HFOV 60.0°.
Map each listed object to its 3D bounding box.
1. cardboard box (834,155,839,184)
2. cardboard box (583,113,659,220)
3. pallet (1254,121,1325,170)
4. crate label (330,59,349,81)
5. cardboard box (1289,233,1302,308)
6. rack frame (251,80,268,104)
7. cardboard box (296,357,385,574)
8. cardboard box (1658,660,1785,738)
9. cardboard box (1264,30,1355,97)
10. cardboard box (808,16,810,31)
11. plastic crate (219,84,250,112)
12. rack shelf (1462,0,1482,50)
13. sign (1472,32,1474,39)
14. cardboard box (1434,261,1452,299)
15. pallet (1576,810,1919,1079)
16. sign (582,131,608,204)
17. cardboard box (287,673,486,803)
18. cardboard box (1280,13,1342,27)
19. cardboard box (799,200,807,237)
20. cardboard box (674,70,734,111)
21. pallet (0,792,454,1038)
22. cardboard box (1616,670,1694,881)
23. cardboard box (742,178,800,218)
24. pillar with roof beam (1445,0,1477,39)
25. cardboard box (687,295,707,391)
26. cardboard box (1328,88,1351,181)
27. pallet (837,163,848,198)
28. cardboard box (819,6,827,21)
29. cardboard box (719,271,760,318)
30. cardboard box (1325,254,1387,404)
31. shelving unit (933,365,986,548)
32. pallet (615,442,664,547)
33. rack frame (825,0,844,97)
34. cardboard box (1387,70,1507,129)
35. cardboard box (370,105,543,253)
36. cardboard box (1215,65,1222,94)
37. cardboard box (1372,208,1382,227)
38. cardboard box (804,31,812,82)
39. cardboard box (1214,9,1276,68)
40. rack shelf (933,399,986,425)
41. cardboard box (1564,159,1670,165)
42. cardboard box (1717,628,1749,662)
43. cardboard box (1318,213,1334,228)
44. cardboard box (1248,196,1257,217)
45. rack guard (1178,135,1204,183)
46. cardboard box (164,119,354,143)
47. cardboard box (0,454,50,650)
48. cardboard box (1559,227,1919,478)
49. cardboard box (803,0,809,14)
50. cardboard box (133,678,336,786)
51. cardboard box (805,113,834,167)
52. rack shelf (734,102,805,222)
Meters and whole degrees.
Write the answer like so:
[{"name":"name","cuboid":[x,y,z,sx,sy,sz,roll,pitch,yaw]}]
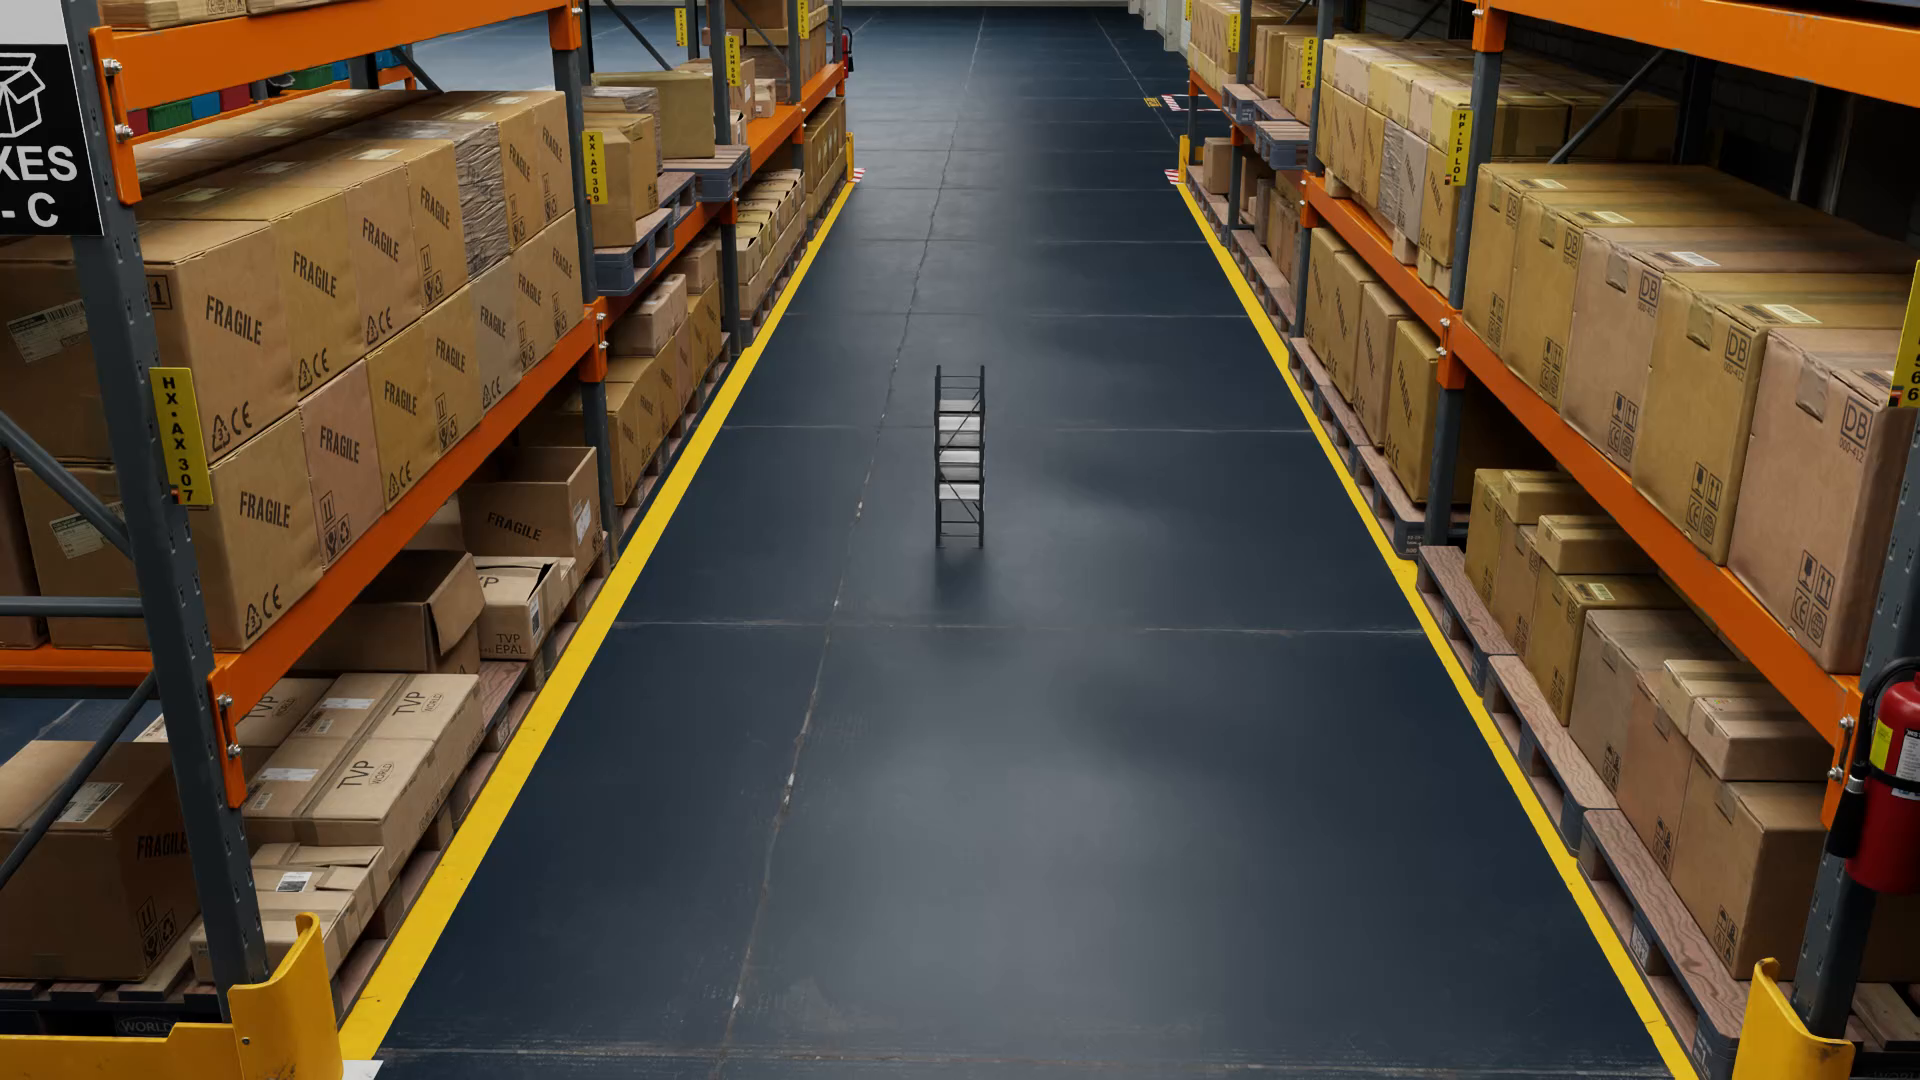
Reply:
[{"name":"cardboard box","cuboid":[-1.570,-3.976,17.851,0.500,0.250,0.500,1,21,2]},{"name":"cardboard box","cuboid":[-2.002,-1.943,8.671,0.700,0.500,0.500,4,22,10]},{"name":"pallet","cuboid":[2.791,-2.845,11.979,1.213,0.211,1.003,1,21,2]},{"name":"crate label","cuboid":[-6.569,-5.025,17.284,0.502,0.435,0.616,1,21,2]},{"name":"cardboard box","cuboid":[2.845,-1.976,12.323,0.700,0.500,0.500,1,21,2]},{"name":"rack frame","cuboid":[-6.905,-4.231,15.286,1.000,3.000,0.127,1,21,2]},{"name":"cardboard box","cuboid":[-2.032,-0.227,4.829,0.500,0.500,0.500,0,21,1]},{"name":"cardboard box","cuboid":[2.382,0.489,5.100,0.380,0.149,0.250,1,21,3]},{"name":"cardboard box","cuboid":[2.923,-3.988,13.914,0.700,0.500,0.500,3,21,7]},{"name":"cardboard box","cuboid":[-1.709,-5.179,16.695,0.380,0.149,0.250,0,21,1]},{"name":"plastic crate","cuboid":[-6.614,-4.082,14.815,0.402,0.464,0.583,1,21,2]},{"name":"rack shelf","cuboid":[2.815,-3.015,9.001,1.077,0.370,4.000,1,21,2]},{"name":"sign","cuboid":[3.430,-3.210,11.056,0.100,0.325,0.005,1,21,2]},{"name":"cardboard box","cuboid":[2.481,-1.247,7.915,0.380,0.149,0.250,1,21,2]},{"name":"pallet","cuboid":[2.578,1.227,5.075,1.003,0.211,1.213,1,21,2]},{"name":"sign","cuboid":[-1.655,-1.683,7.522,0.100,0.325,0.005,1,21,2]},{"name":"cardboard box","cuboid":[-1.989,0.686,5.808,0.500,0.250,0.500,1,21,2]},{"name":"cardboard box","cuboid":[3.220,-4.578,15.325,0.500,0.500,0.500,0,21,0]},{"name":"cardboard box","cuboid":[-1.677,-2.936,15.169,0.500,0.250,0.500,0,21,1]},{"name":"cardboard box","cuboid":[-2.041,-3.382,12.961,0.500,0.500,0.500,0,21,-1]},{"name":"pallet","cuboid":[-2.294,1.148,5.278,1.003,0.211,1.213,1,21,2]},{"name":"cardboard box","cuboid":[2.569,0.752,5.320,0.700,0.500,0.500,1,21,1]},{"name":"cardboard box","cuboid":[-1.690,-3.012,14.592,0.500,0.311,0.500,1,21,3]},{"name":"pillar with roof beam","cuboid":[-0.523,-5.980,11.501,9.100,9.000,0.400,1,21,2]},{"name":"cardboard box","cuboid":[-1.886,-1.241,10.427,0.500,0.500,0.500,0,21,0]},{"name":"cardboard box","cuboid":[2.580,-2.508,10.269,0.500,0.500,0.500,1,21,3]},{"name":"pallet","cuboid":[-1.814,-4.044,18.660,1.003,0.211,1.213,1,21,2]},{"name":"cardboard box","cuboid":[-1.660,-5.735,18.129,0.380,0.149,0.250,1,21,3]},{"name":"cardboard box","cuboid":[-1.766,-1.829,12.316,0.500,0.250,0.500,1,21,1]},{"name":"cardboard box","cuboid":[2.689,-1.288,10.093,0.750,0.750,0.750,1,21,1]},{"name":"shelving unit","cuboid":[0.000,-0.417,8.359,0.258,0.900,0.210,1,21,2]},{"name":"pallet","cuboid":[-2.211,-0.277,8.951,1.003,0.211,1.213,1,21,2]},{"name":"rack frame","cuboid":[-1.833,-5.621,18.869,1.000,3.000,0.127,1,21,2]},{"name":"cardboard box","cuboid":[2.553,-2.314,8.733,0.500,0.250,0.500,1,21,3]},{"name":"cardboard box","cuboid":[-1.967,-1.424,6.532,0.500,0.500,0.500,0,21,1]},{"name":"cardboard box","cuboid":[2.732,-4.416,15.943,0.500,0.250,0.500,1,21,2]},{"name":"cardboard box","cuboid":[2.598,-1.896,9.590,0.380,0.149,0.250,1,21,2]},{"name":"cardboard box","cuboid":[-1.904,-4.939,16.974,0.700,0.500,0.500,1,21,3]},{"name":"cardboard box","cuboid":[2.712,-4.766,15.807,0.500,0.500,0.500,1,21,1]},{"name":"rack shelf","cuboid":[0.000,-0.637,8.273,0.258,0.077,0.200,1,21,2]},{"name":"cardboard box","cuboid":[3.020,-1.587,7.896,0.500,0.500,0.500,0,21,0]},{"name":"cardboard box","cuboid":[2.779,0.312,5.557,0.380,0.149,0.250,1,21,2]},{"name":"cardboard box","cuboid":[2.925,-2.531,12.716,0.500,0.250,0.500,1,21,3]},{"name":"cardboard box","cuboid":[2.984,-3.200,15.937,0.380,0.166,0.250,-2,21,-5]},{"name":"rack guard","cuboid":[3.117,-4.375,19.114,1.175,0.500,0.348,1,21,2]},{"name":"cardboard box","cuboid":[-2.524,-1.255,6.097,0.500,0.500,0.500,0,21,0]},{"name":"cardboard box","cuboid":[-2.578,-0.048,4.367,0.500,0.500,0.500,1,21,3]},{"name":"cardboard box","cuboid":[2.681,-0.646,5.633,0.980,0.700,0.700,0,21,-1]},{"name":"cardboard box","cuboid":[-1.901,-5.531,16.706,0.700,0.500,0.500,1,21,2]},{"name":"cardboard box","cuboid":[-2.490,0.698,5.776,0.500,0.250,0.500,1,21,2]},{"name":"cardboard box","cuboid":[-1.584,-4.145,17.249,0.500,0.500,0.500,1,21,2]},{"name":"rack shelf","cuboid":[-2.015,-3.116,13.408,1.077,0.370,4.000,1,21,2]}]
